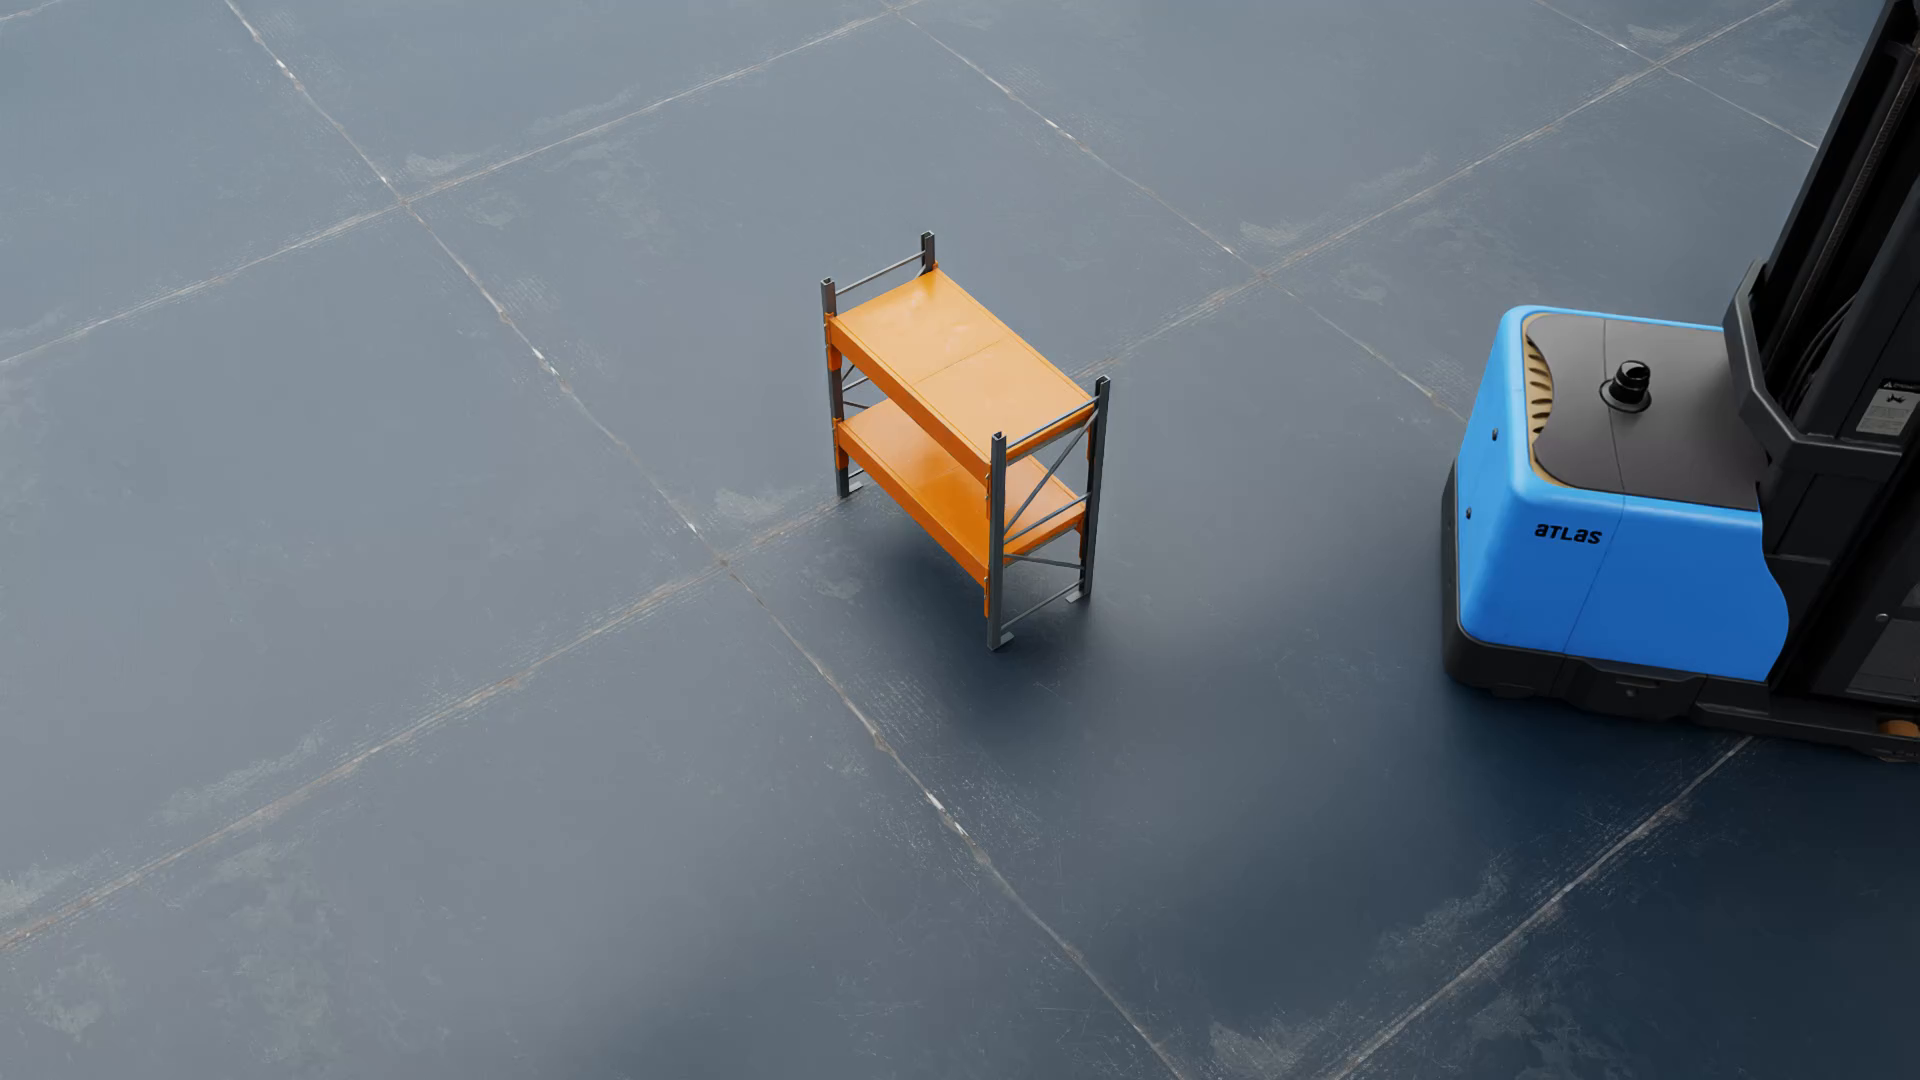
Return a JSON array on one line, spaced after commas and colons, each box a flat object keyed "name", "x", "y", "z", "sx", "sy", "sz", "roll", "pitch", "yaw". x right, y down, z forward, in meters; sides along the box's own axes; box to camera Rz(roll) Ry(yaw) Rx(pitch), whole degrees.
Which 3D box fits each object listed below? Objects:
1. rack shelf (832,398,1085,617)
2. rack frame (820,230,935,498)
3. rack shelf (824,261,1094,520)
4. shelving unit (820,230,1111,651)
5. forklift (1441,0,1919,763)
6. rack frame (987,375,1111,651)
[{"name": "rack shelf", "x": 0.004, "y": -0.210, "z": 6.510, "sx": 0.538, "sy": 0.278, "sz": 1.000, "roll": -29, "pitch": 54, "yaw": -24}, {"name": "rack frame", "x": -0.304, "y": -0.674, "z": 6.600, "sx": 0.500, "sy": 1.125, "sz": 0.032, "roll": -29, "pitch": 54, "yaw": -24}, {"name": "rack shelf", "x": 0.004, "y": -0.570, "z": 6.112, "sx": 0.538, "sy": 0.278, "sz": 1.000, "roll": -29, "pitch": 54, "yaw": -24}, {"name": "shelving unit", "x": 0.004, "y": -0.374, "z": 6.328, "sx": 0.538, "sy": 1.125, "sz": 1.048, "roll": -29, "pitch": 54, "yaw": -24}, {"name": "forklift", "x": 3.379, "y": -0.584, "z": 5.300, "sx": 3.031, "sy": 2.935, "sz": 1.130, "roll": 8, "pitch": 48, "yaw": 7}, {"name": "rack frame", "x": 0.312, "y": -0.074, "z": 6.057, "sx": 0.500, "sy": 1.125, "sz": 0.032, "roll": -29, "pitch": 54, "yaw": -24}]
